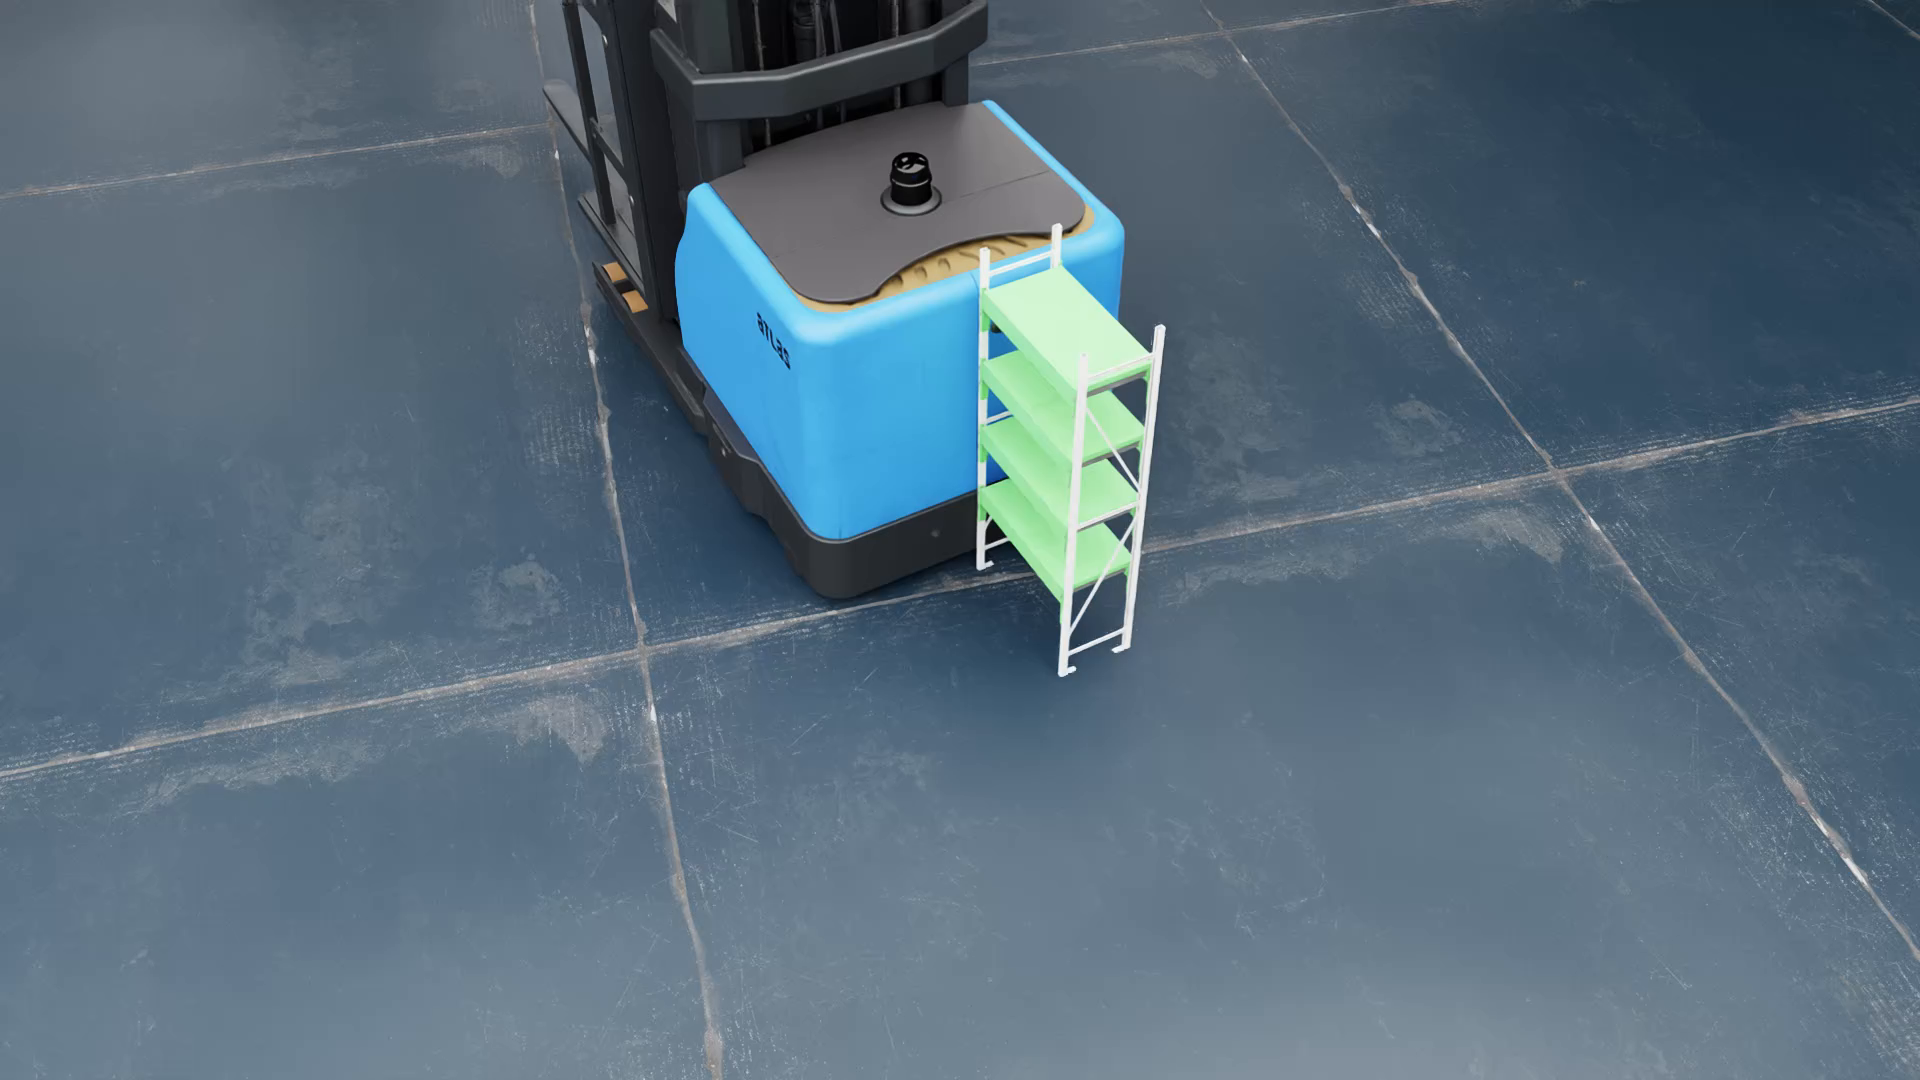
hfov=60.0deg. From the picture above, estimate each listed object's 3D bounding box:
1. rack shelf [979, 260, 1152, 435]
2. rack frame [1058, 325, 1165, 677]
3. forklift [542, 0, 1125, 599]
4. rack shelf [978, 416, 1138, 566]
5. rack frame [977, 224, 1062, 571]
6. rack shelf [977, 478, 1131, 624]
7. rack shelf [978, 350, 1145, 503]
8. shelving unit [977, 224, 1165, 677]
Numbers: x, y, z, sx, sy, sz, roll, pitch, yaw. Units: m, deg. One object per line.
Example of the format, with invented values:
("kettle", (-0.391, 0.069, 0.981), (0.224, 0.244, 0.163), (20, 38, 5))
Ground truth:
("rack shelf", (0.278, -0.508, 4.326), (0.258, 0.148, 0.480), (-21, 49, -20))
("rack frame", (0.396, -0.065, 4.473), (0.240, 1.200, 0.015), (-21, 49, -20))
("forklift", (-0.674, -1.900, 5.060), (1.130, 2.935, 3.031), (-21, 49, -20))
("rack shelf", (0.278, -0.172, 4.668), (0.258, 0.148, 0.480), (-21, 49, -20))
("rack frame", (0.160, -0.370, 4.772), (0.240, 1.200, 0.015), (-21, 49, -20))
("rack shelf", (0.278, -0.004, 4.840), (0.258, 0.148, 0.480), (-21, 49, -20))
("rack shelf", (0.278, -0.340, 4.497), (0.258, 0.148, 0.480), (-21, 49, -20))
("shelving unit", (0.278, -0.217, 4.623), (0.258, 1.200, 0.503), (-21, 49, -20))
